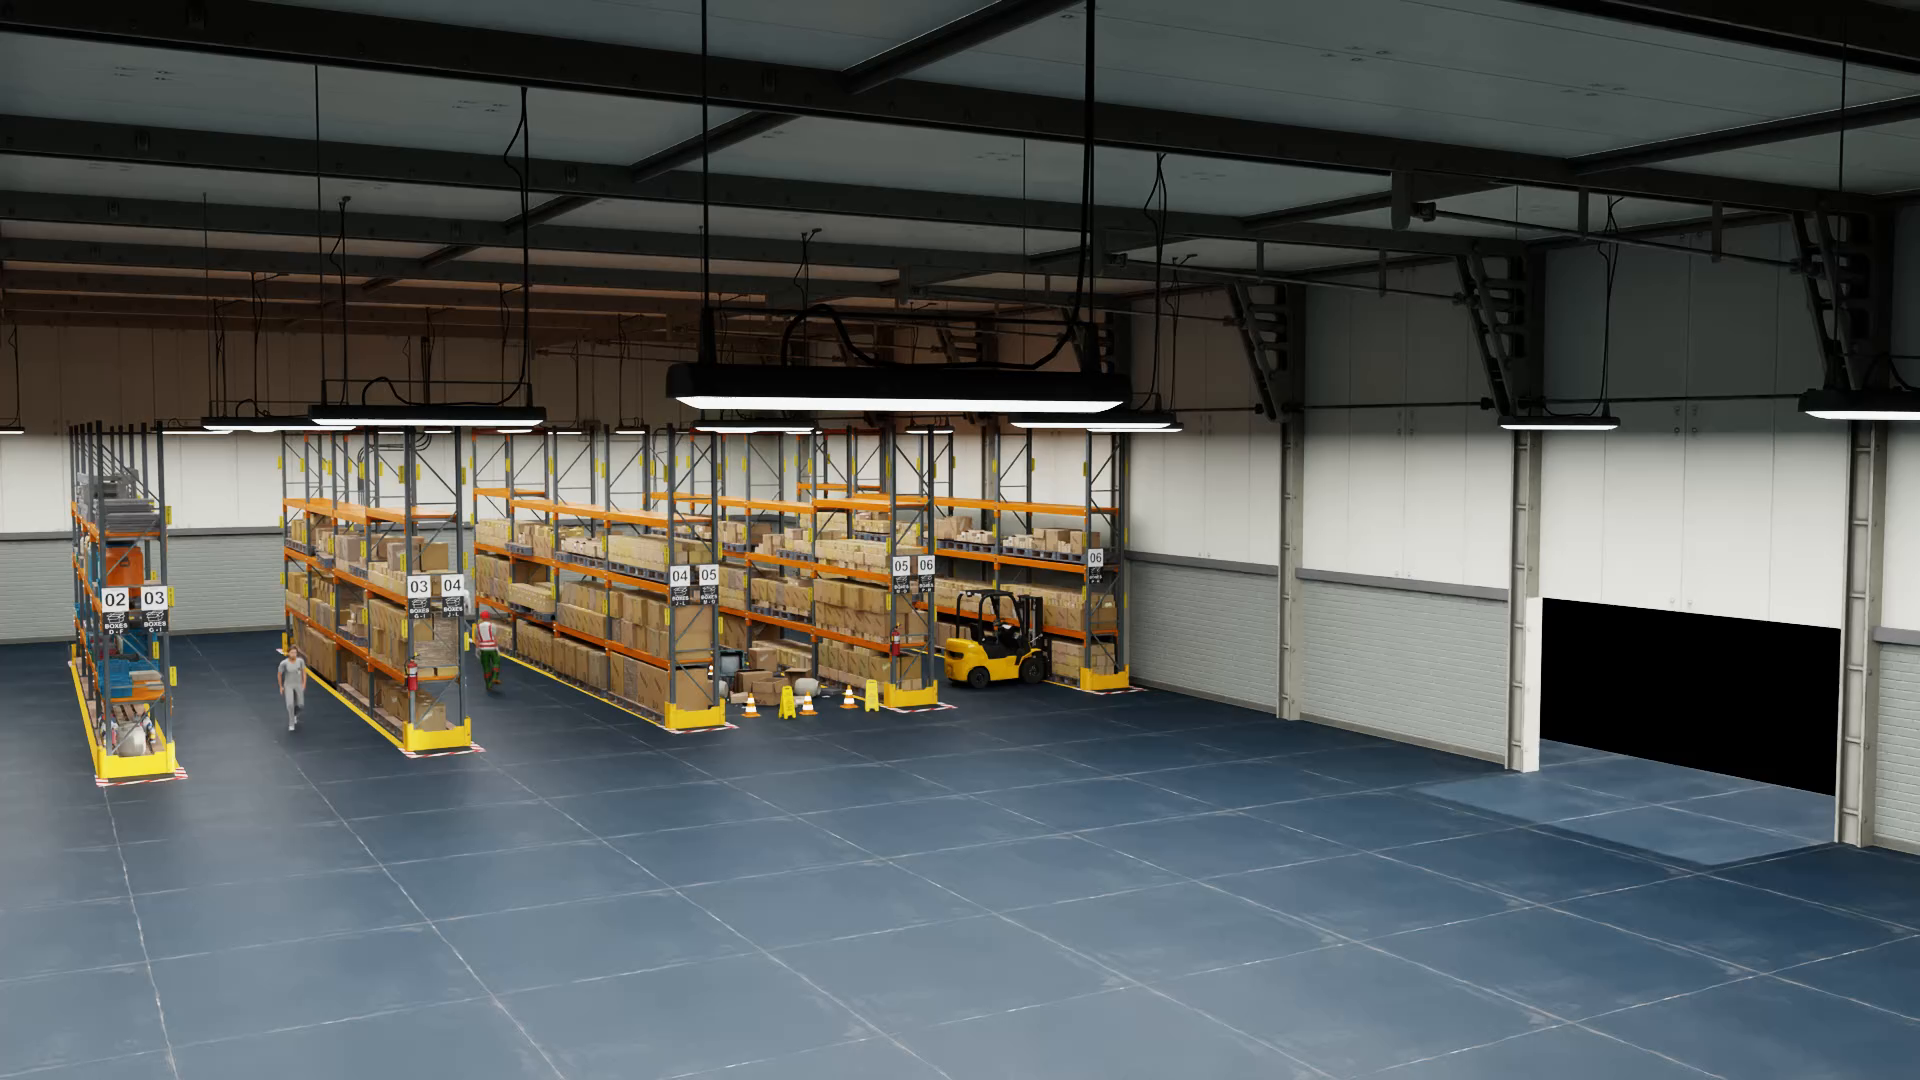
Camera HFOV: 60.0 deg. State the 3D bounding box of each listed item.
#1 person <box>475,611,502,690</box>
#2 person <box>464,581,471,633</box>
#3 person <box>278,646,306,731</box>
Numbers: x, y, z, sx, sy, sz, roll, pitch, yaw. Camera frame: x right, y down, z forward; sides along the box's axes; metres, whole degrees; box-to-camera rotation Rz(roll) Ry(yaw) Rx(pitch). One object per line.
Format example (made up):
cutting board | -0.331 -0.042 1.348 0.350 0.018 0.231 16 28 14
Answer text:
person | -10.702 2.498 37.710 0.577 1.781 0.528 -1 4 -17
person | -14.261 1.955 47.642 0.510 1.650 0.957 1 4 18
person | -13.145 2.886 32.693 0.522 1.655 0.638 -3 4 -35
